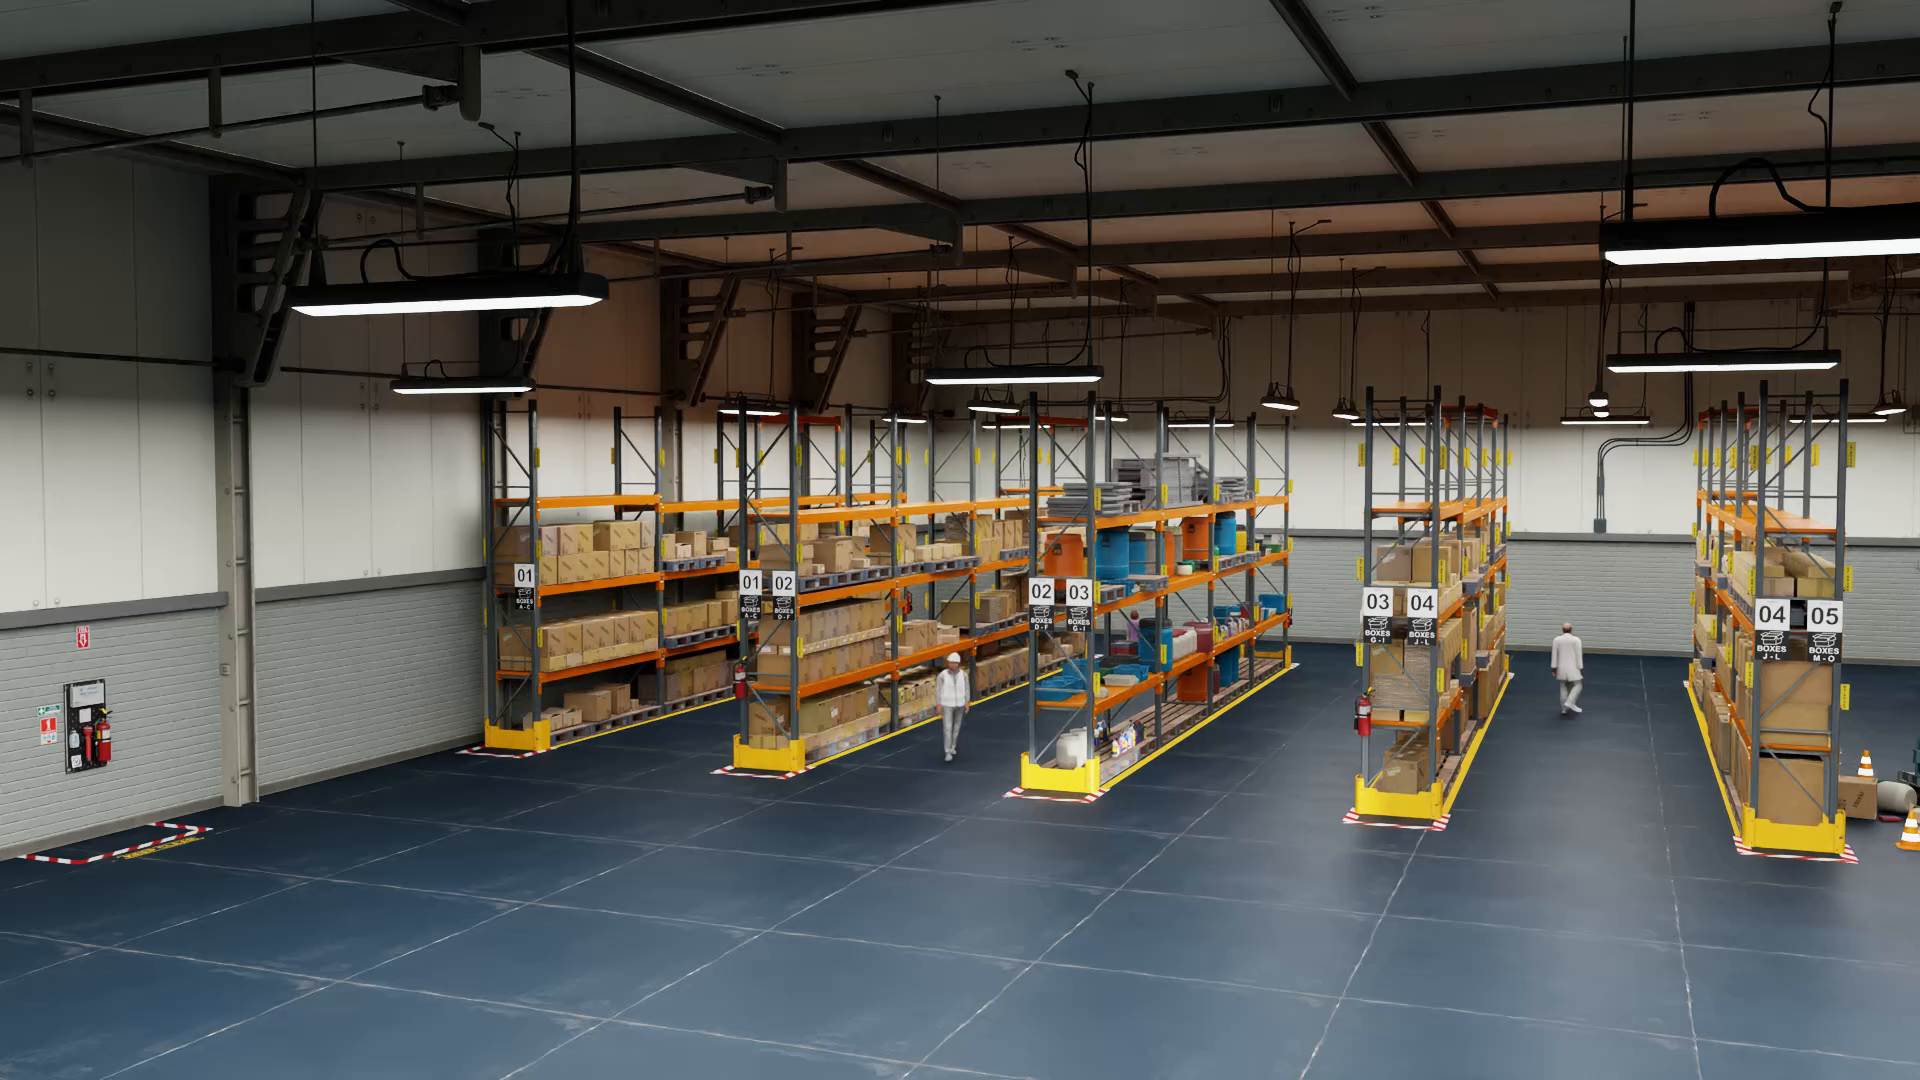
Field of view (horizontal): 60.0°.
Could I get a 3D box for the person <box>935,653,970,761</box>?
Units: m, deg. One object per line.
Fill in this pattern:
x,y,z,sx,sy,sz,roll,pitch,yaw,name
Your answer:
-0.103,2.746,27.657,0.569,1.737,0.872,-1,3,-21,person

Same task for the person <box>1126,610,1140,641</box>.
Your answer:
3.931,2.368,37.249,0.475,1.592,0.447,1,3,23,person

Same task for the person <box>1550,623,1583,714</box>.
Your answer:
11.882,2.526,32.551,0.628,1.750,0.598,2,3,33,person
